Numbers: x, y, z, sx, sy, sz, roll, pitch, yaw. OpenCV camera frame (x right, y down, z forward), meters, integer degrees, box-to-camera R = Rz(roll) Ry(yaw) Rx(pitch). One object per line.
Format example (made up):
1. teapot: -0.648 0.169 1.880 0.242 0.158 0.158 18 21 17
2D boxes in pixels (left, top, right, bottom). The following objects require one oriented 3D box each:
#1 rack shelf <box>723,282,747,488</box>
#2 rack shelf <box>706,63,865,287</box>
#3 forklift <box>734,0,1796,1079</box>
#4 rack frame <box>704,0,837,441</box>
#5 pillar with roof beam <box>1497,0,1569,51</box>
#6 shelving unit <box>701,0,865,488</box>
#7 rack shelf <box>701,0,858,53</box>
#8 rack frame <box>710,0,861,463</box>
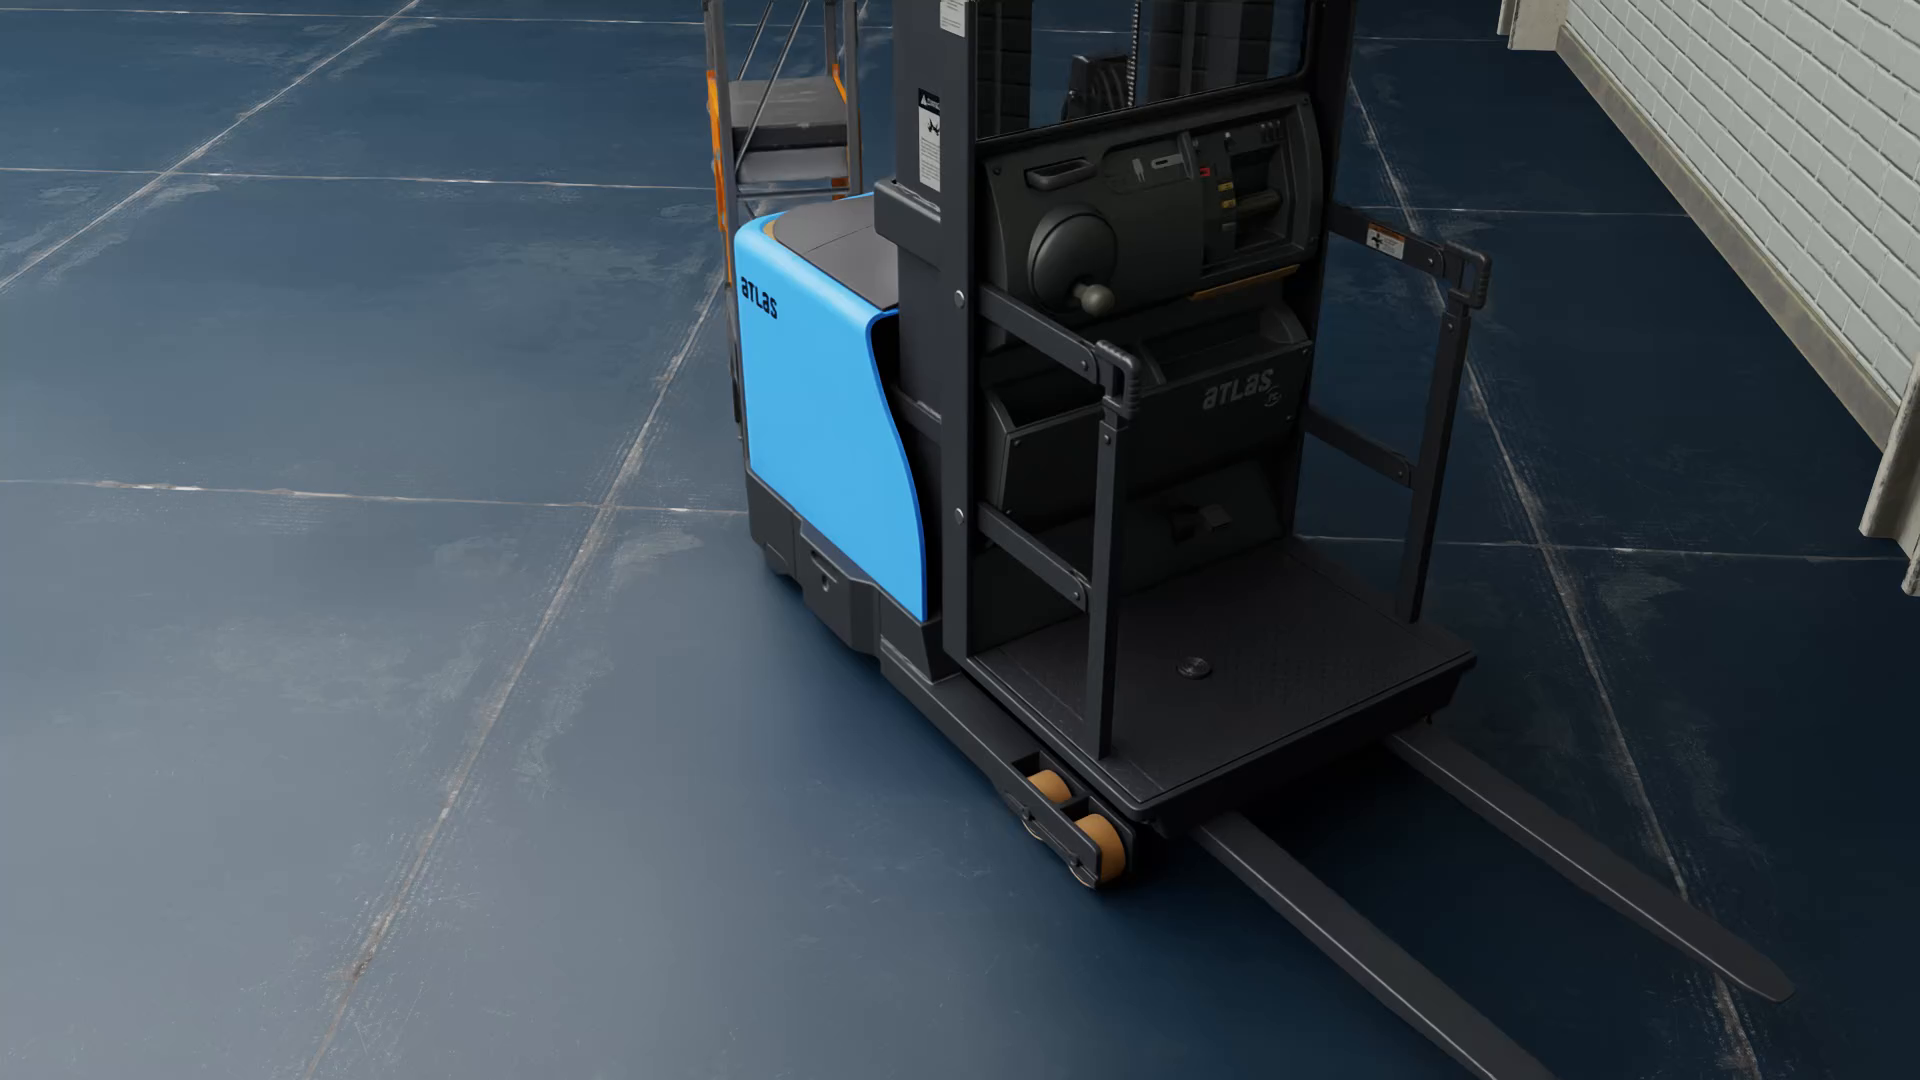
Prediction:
1. rack shelf: -0.535 -0.530 5.470 0.431 0.518 0.480 -6 32 -9
2. rack shelf: -0.535 -1.126 5.102 0.431 0.518 0.480 -6 32 -9
3. forklift: 0.578 -0.717 3.620 1.130 2.935 3.031 -19 36 -28
4. rack frame: -0.581 -1.264 5.299 0.400 2.100 0.015 -6 32 -9
5. pillar with roof beam: -0.794 -7.083 8.166 9.100 9.000 0.400 2 32 4
6. shelving unit: -0.535 -1.138 5.095 0.431 2.100 0.503 -6 32 -9
7. rack shelf: -0.535 -1.722 4.735 0.431 0.518 0.480 -6 32 -9
8. rack frame: -0.489 -1.012 4.891 0.400 2.100 0.015 -6 32 -9
